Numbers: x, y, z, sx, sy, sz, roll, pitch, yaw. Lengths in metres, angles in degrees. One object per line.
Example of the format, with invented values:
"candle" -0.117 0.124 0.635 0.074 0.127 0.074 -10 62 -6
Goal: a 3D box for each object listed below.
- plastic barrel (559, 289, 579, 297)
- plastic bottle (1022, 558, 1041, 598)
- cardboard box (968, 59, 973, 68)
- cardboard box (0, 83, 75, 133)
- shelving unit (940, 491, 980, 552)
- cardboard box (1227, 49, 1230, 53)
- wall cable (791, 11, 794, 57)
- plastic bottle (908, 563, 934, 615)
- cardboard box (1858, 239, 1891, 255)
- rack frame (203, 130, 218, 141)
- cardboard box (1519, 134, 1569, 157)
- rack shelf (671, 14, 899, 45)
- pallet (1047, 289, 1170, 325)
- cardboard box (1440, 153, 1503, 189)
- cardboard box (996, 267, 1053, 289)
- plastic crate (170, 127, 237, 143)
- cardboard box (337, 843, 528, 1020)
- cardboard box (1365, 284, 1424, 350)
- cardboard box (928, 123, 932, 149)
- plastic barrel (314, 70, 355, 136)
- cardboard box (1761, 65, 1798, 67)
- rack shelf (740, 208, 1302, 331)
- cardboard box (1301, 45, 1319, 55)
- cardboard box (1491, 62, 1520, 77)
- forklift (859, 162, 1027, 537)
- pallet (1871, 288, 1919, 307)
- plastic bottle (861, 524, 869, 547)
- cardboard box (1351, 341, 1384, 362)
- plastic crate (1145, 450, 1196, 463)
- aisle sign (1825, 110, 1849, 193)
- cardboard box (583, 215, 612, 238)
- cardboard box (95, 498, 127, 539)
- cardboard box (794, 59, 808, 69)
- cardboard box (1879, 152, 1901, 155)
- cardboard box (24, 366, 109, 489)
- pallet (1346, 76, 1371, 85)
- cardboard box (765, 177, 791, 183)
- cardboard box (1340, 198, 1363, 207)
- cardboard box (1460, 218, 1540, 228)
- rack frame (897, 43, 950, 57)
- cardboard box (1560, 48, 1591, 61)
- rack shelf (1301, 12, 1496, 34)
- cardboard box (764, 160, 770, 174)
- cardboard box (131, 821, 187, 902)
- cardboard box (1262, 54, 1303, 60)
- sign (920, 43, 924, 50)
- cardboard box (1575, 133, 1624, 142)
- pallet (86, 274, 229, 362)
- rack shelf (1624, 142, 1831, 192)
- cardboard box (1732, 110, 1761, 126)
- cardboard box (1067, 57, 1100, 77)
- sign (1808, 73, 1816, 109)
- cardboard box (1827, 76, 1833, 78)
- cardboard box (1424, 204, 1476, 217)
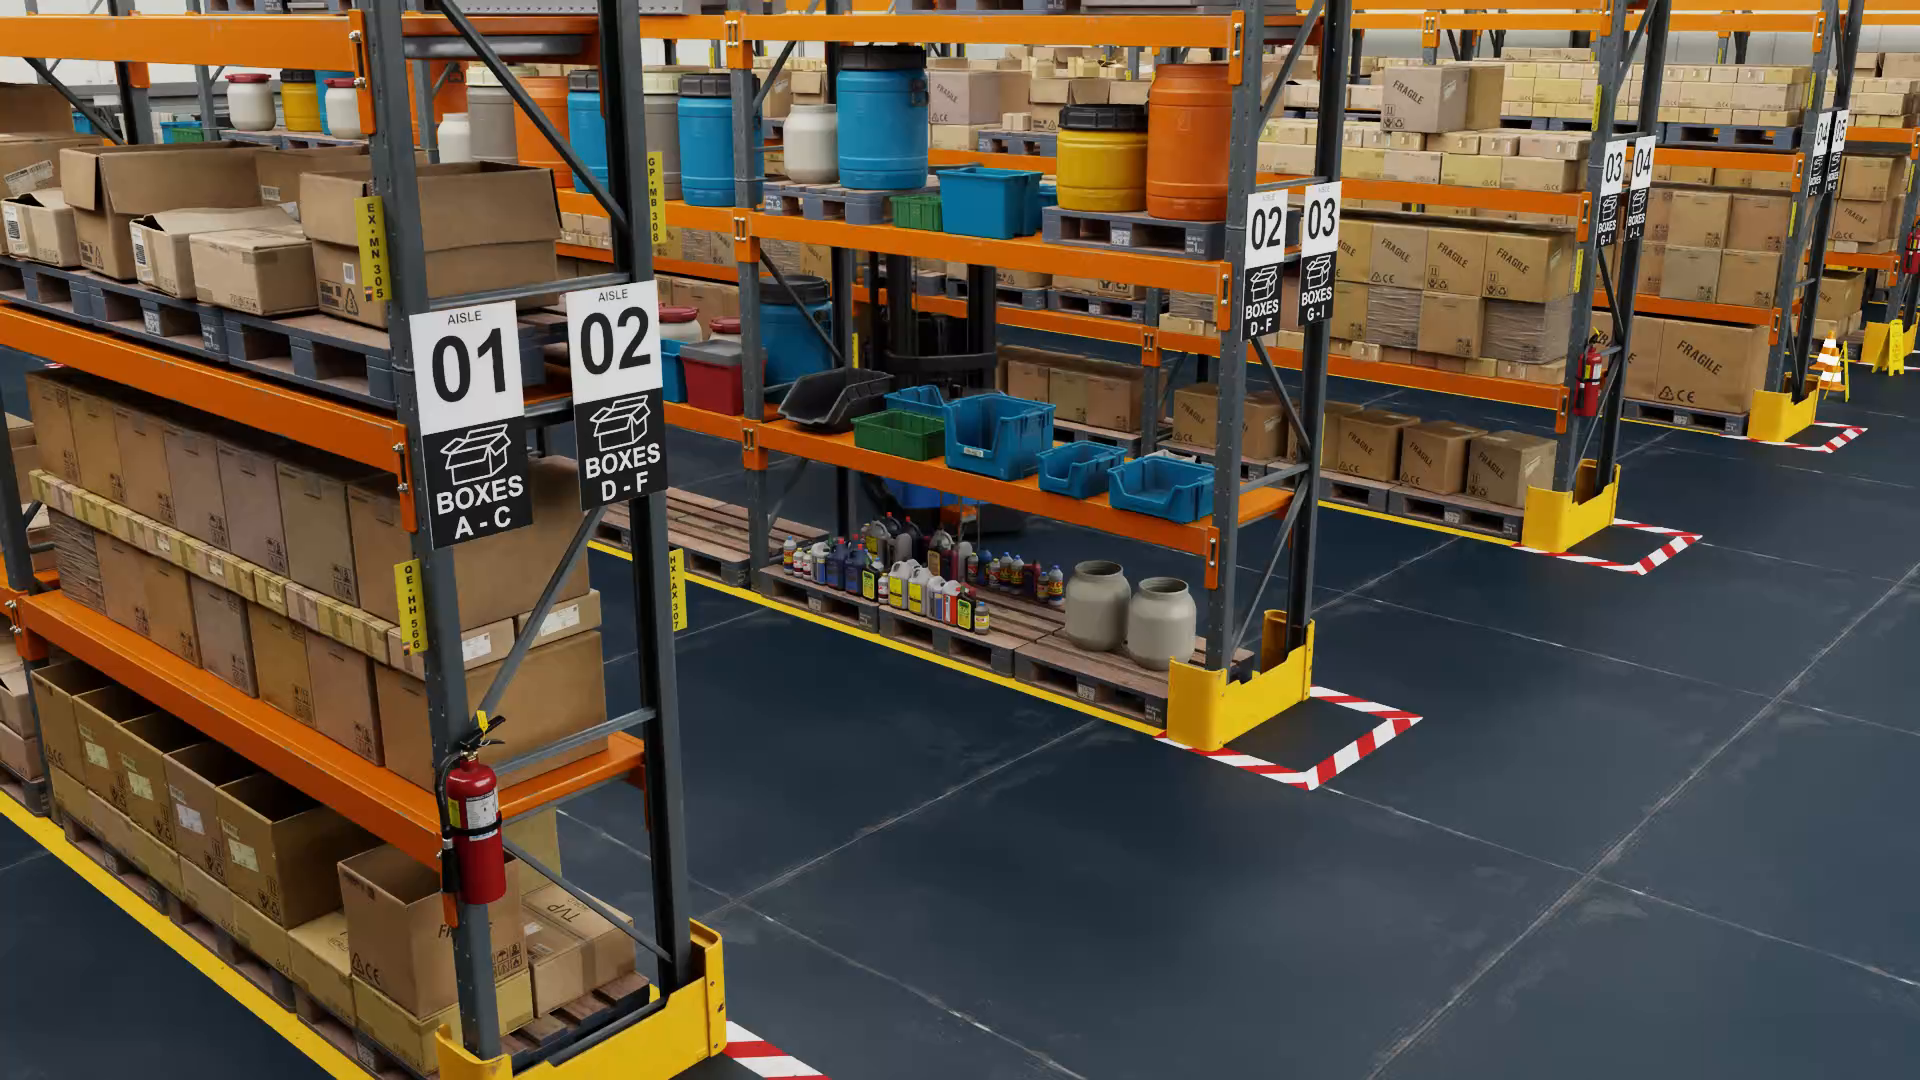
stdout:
"plastic barrel" -3.627 -1.993 14.708 0.708 0.536 0.600 15 23 39
"plastic bottle" 0.502 0.254 11.615 0.133 0.283 0.061 16 23 40
"cardboard box" 0.103 -8.458 29.733 0.500 0.250 0.500 13 21 34
"cardboard box" -4.910 -2.078 8.557 0.500 0.500 0.500 15 23 40
"shelving unit" 0.000 -0.424 13.211 0.215 1.050 0.252 -14 22 -37
"cardboard box" 5.068 -9.127 31.384 0.500 0.250 0.500 15 23 38
"wall cable" -4.234 -11.029 33.488 0.029 3.000 2.355 15 23 39
"plastic bottle" -0.257 0.320 11.297 0.185 0.351 0.144 16 24 41
"cardboard box" 11.252 -3.616 20.463 0.250 0.149 0.380 16 24 41
"rack frame" -7.167 -2.756 17.337 0.127 3.000 1.000 15 23 39
"cardboard box" 4.564 -3.079 12.986 0.250 0.149 0.380 14 22 38
"rack shelf" -2.384 -5.801 18.864 4.000 0.370 1.077 15 23 39
"pallet" 1.629 -2.365 16.423 1.213 0.211 1.003 15 23 39
"cardboard box" 4.191 -2.964 13.282 0.500 0.250 0.500 15 23 40
"cardboard box" 0.746 -2.847 16.758 0.797 0.503 0.637 -15 23 -40
"plastic crate" -7.685 -4.101 16.968 0.662 0.188 0.450 15 23 39
"cardboard box" -2.081 1.486 6.582 0.500 0.500 0.500 15 23 39
"cardboard box" 3.904 -1.957 14.161 0.500 0.500 0.875 15 23 39
"cardboard box" -0.322 -4.176 17.102 0.500 0.250 0.500 16 23 41
"plastic barrel" -5.789 -4.317 15.773 0.708 0.901 0.600 15 23 39
"cardboard box" 8.238 -4.696 16.730 0.250 0.149 0.380 15 23 40
"rack shelf" 0.312 -1.835 10.665 4.000 0.370 1.077 15 23 39
"cardboard box" 6.484 -9.048 30.583 0.258 0.266 0.396 15 23 39
"cardboard box" 5.899 -5.058 17.870 0.250 0.149 0.380 15 23 39
"forklift" -0.289 -1.824 14.512 1.130 2.935 3.031 -4 18 -13
"pallet" 14.366 -3.648 24.757 1.213 0.211 1.003 15 23 39
"plastic bottle" -0.706 -0.023 12.625 0.097 0.201 0.097 0 18 0
"cardboard box" 3.554 -1.635 14.221 0.250 0.149 0.380 15 23 39
"plastic crate" 1.352 -0.473 10.580 0.250 0.136 0.298 15 23 39
"aisle sign" 8.716 -3.862 16.524 0.004 0.787 0.394 15 23 39
"cardboard box" -4.384 -3.976 20.938 0.500 0.250 0.500 14 23 38
"cardboard box" -3.823 -0.135 7.840 0.250 0.149 0.380 15 23 39
"cardboard box" -2.270 -7.133 24.933 0.250 0.149 0.380 16 24 41
"cardboard box" 13.956 -5.733 24.987 0.250 0.149 0.380 14 23 38
"cardboard box" -4.138 -0.608 8.259 0.500 0.500 0.700 15 23 40
"pallet" 7.209 -8.228 29.932 1.003 0.211 1.213 15 23 39
"cardboard box" -1.910 -3.881 19.059 0.637 0.503 0.797 16 23 40
"cardboard box" 4.710 -4.098 19.746 0.500 0.500 0.700 15 23 38
"cardboard box" 4.496 -2.407 13.928 0.500 0.500 0.500 15 23 39
"rack frame" -0.512 -7.838 23.432 0.127 3.000 1.000 15 23 39
"cardboard box" 10.123 -7.760 27.119 0.500 0.500 0.500 16 23 41
"rack shelf" 7.486 -9.167 29.470 4.000 0.370 1.077 15 23 39
"cardboard box" -2.934 -5.717 26.009 0.500 0.500 0.500 15 23 39
"cardboard box" -3.588 1.446 7.949 0.500 0.250 0.500 15 23 39
"cardboard box" 4.823 -7.149 25.360 0.500 0.500 0.700 14 22 37
"sign" -0.666 -8.682 29.473 0.005 0.325 0.100 15 23 39
"cardboard box" 5.043 -3.123 13.123 0.250 0.149 0.380 15 23 39
"pallet" -2.911 -1.007 7.013 1.213 0.211 1.003 15 23 39
"rack shelf" 6.968 -4.057 17.668 4.000 0.370 1.077 15 23 39
"cardboard box" 7.802 -4.168 16.382 0.250 0.149 0.380 15 23 40
"cardboard box" 1.611 -6.140 21.609 0.258 0.266 0.396 15 23 39
"sign" 8.093 -4.263 15.794 0.005 0.325 0.100 15 23 39
"cardboard box" 10.811 -5.723 20.825 0.250 0.149 0.380 15 23 39
"cardboard box" 5.725 -3.876 18.834 0.550 0.550 0.875 15 23 39
